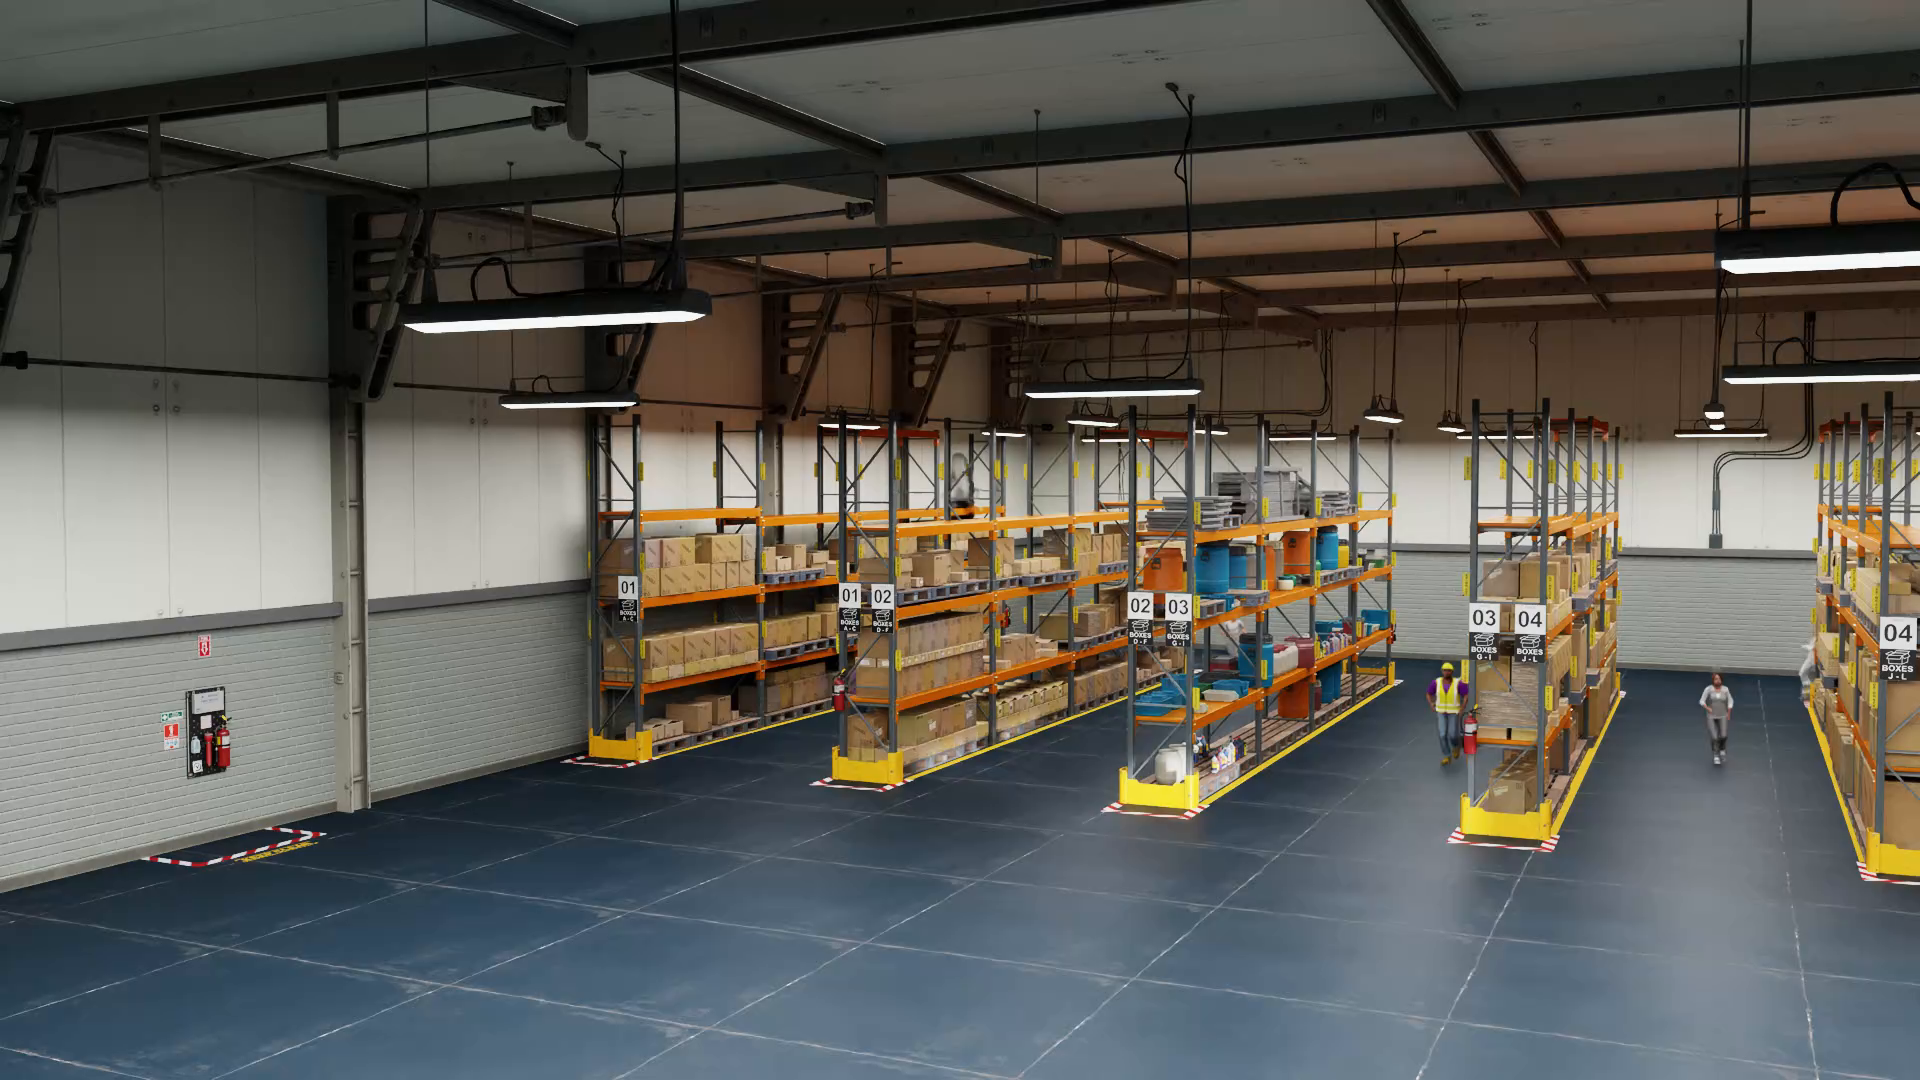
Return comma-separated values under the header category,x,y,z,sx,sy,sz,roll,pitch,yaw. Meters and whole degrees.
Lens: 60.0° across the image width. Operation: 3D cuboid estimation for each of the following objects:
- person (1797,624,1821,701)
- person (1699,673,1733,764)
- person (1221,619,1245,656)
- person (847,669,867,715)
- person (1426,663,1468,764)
category,x,y,z,sx,sy,sz,roll,pitch,yaw
person,18.659,2.632,36.160,0.708,1.815,0.645,0,2,6
person,12.914,3.058,28.378,0.540,1.539,0.511,1,2,20
person,6.555,2.512,39.922,0.586,1.680,0.959,1,2,13
person,-1.836,2.954,30.971,0.542,1.573,0.694,1,2,14
person,8.351,2.961,28.544,0.706,1.728,0.575,1,3,26
